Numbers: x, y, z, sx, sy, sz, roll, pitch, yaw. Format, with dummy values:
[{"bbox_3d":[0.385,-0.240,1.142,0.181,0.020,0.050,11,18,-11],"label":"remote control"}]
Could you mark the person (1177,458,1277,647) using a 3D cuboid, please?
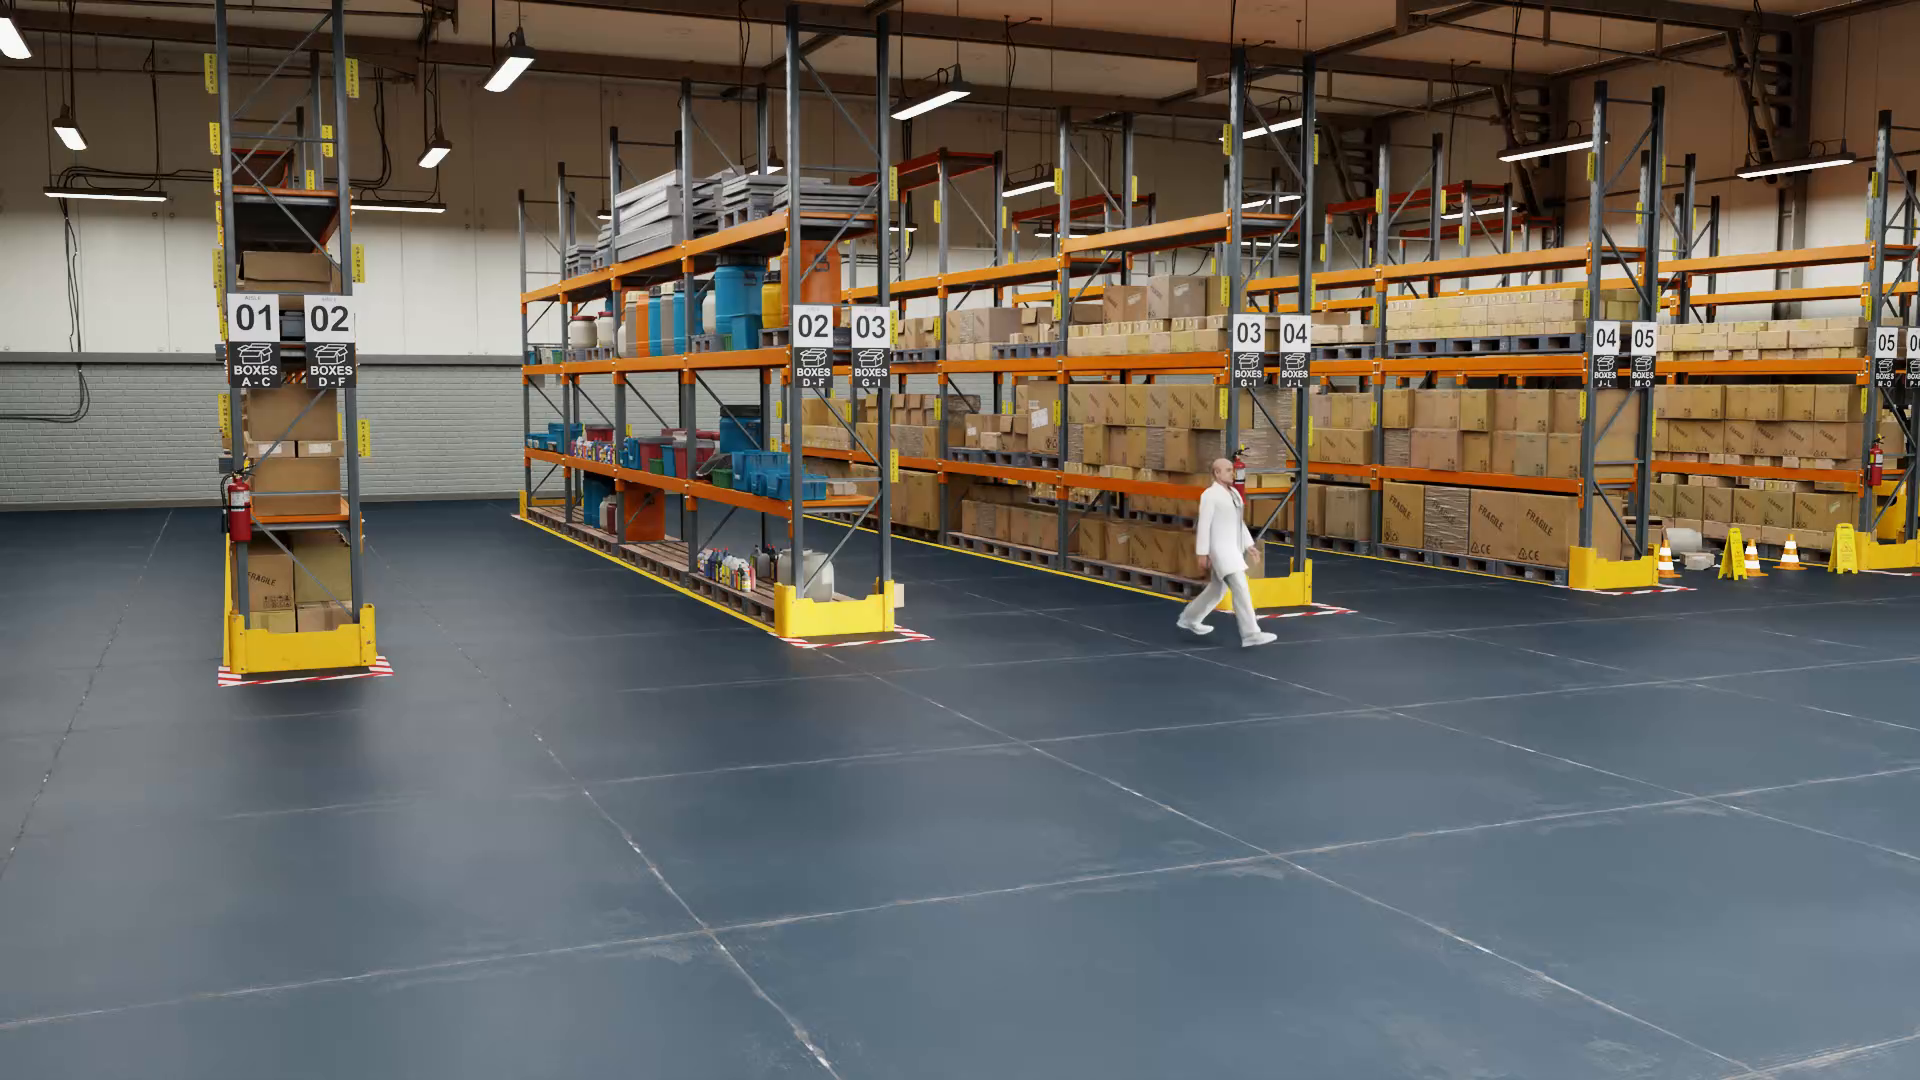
[{"bbox_3d":[2.511,0.105,15.587,1.117,1.737,0.574,4,6,35],"label":"person"}]
